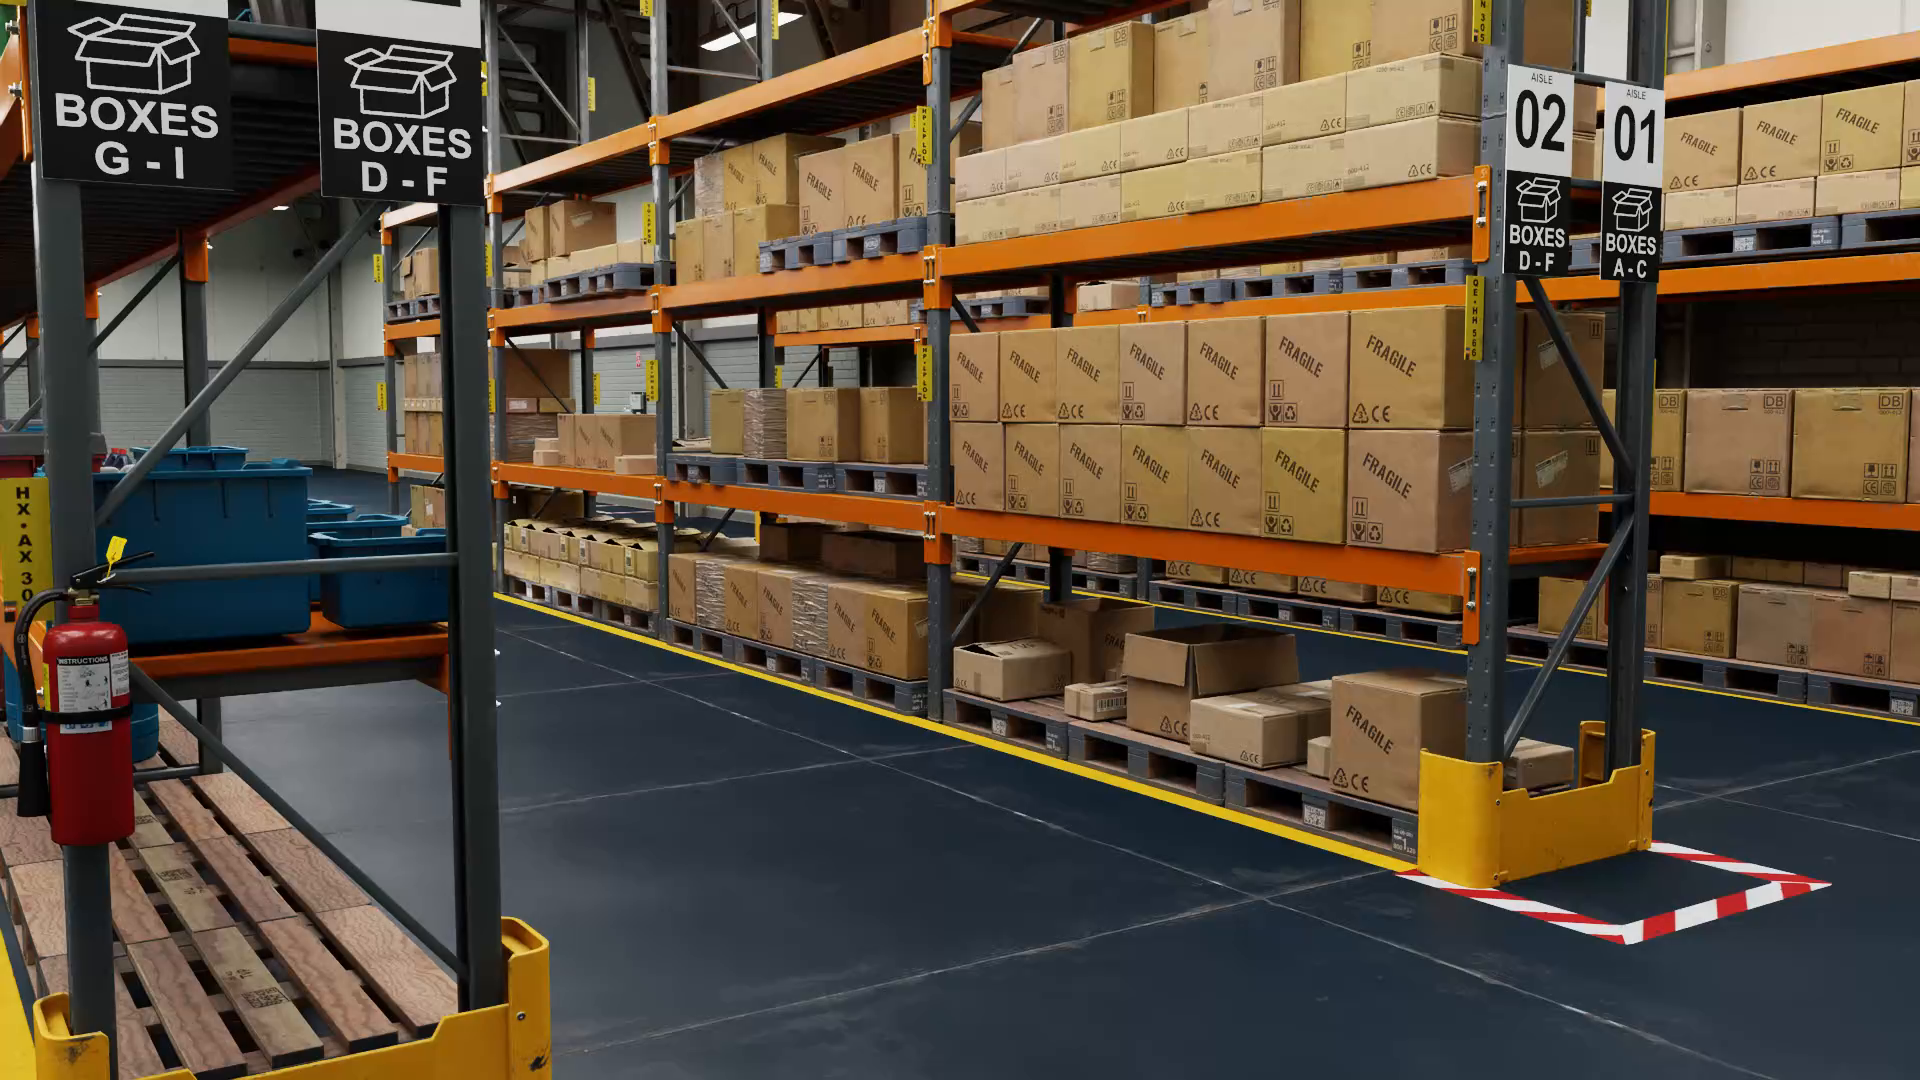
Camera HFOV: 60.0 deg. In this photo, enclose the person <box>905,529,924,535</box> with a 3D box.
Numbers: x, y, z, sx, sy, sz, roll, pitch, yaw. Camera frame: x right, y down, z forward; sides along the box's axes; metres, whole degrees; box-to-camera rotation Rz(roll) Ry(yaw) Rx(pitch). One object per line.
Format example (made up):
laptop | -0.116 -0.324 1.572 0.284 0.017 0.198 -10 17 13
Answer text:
person | -0.327 -0.182 15.193 0.493 1.671 0.490 -3 6 -34
